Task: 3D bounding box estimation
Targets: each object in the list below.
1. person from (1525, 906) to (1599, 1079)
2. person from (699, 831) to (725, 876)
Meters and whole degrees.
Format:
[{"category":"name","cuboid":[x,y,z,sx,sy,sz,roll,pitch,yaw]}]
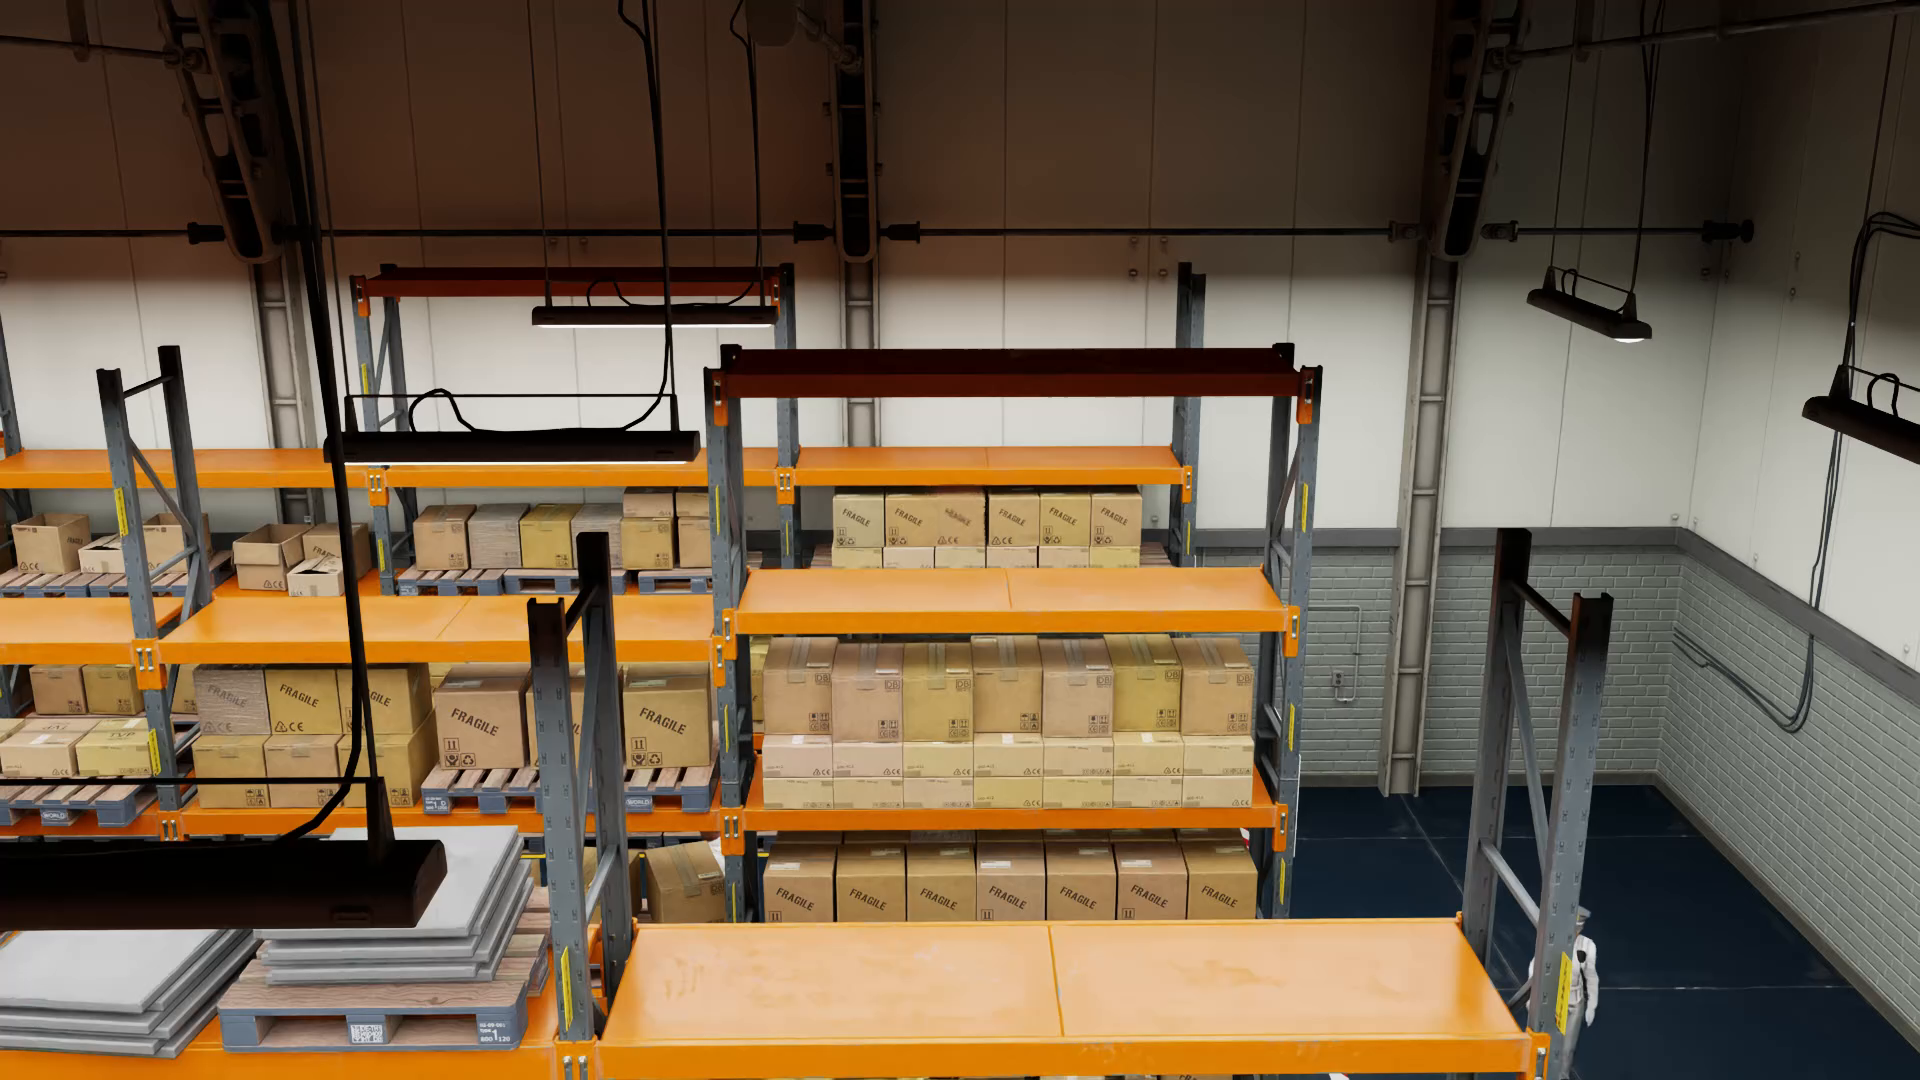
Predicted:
[{"category":"person","cuboid":[4.759,3.608,13.153,0.528,1.661,0.587,6,17,19]},{"category":"person","cuboid":[-2.187,3.155,14.564,0.918,1.719,0.553,3,16,11]}]
